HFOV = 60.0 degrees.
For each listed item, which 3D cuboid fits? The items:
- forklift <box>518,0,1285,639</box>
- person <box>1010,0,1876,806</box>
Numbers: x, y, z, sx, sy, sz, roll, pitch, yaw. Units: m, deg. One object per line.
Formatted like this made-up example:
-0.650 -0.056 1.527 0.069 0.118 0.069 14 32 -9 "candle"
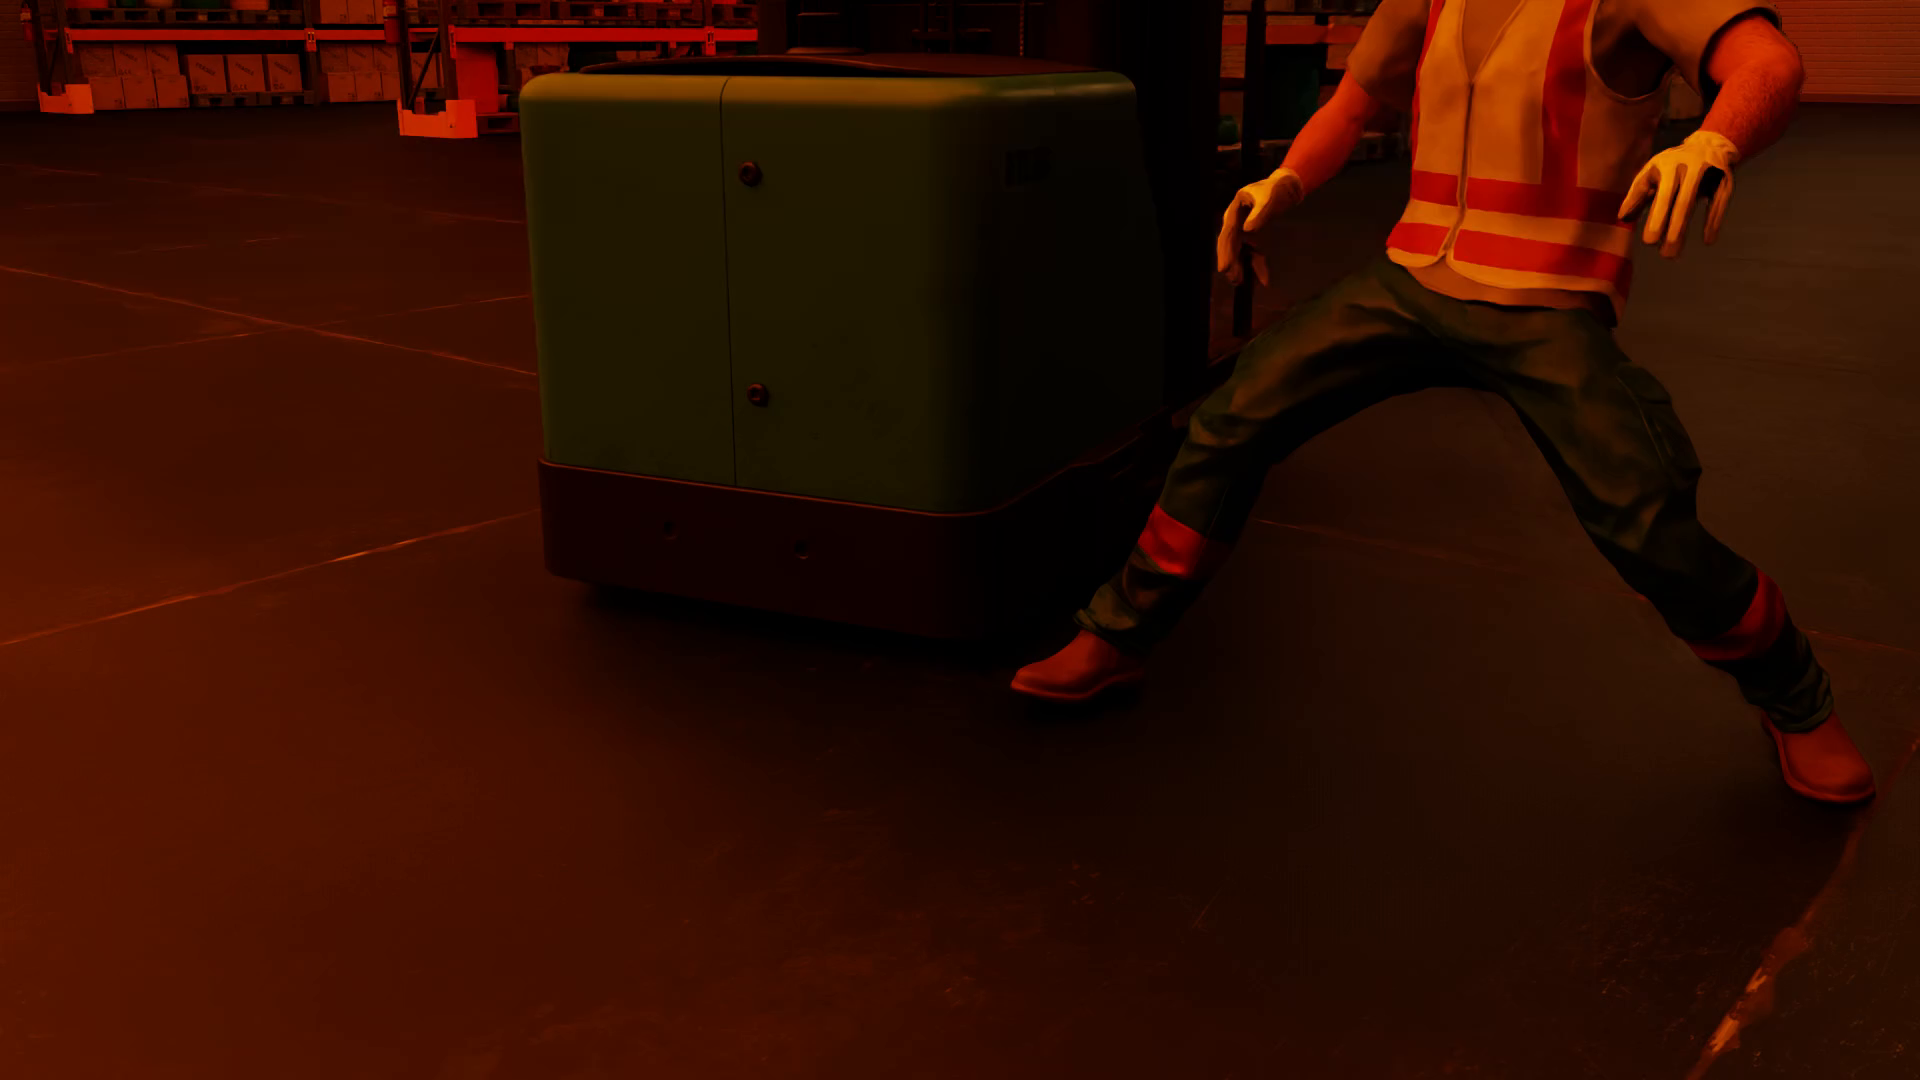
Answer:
0.206 -1.602 4.172 1.130 2.935 3.031 8 19 24 "forklift"
0.799 -0.409 2.582 1.018 1.586 1.129 -12 21 -35 "person"
